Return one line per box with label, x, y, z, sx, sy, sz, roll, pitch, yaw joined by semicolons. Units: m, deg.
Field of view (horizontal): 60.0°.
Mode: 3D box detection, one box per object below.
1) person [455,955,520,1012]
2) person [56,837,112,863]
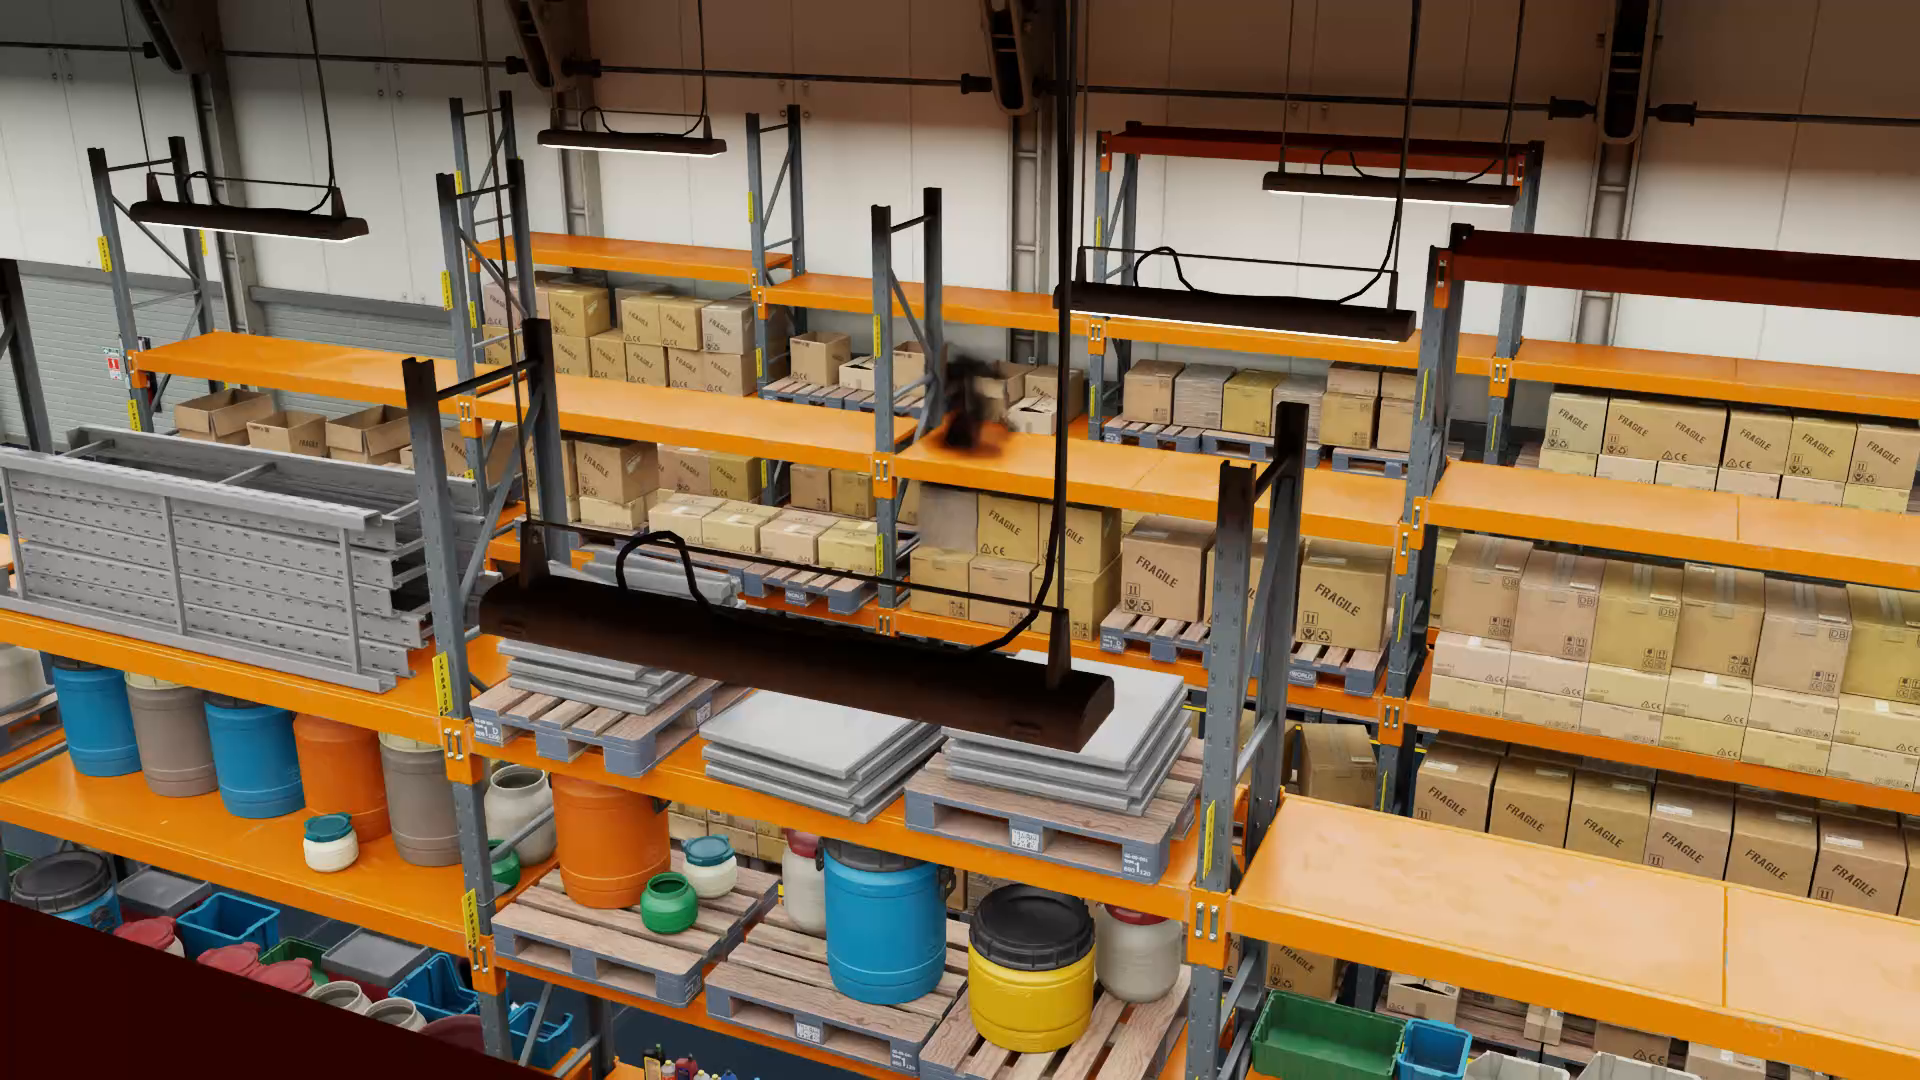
person;-3.618;3.047;12.343;0.540;1.567;0.521;10;23;25
person;-7.066;2.498;13.704;0.770;1.687;0.618;10;23;24
